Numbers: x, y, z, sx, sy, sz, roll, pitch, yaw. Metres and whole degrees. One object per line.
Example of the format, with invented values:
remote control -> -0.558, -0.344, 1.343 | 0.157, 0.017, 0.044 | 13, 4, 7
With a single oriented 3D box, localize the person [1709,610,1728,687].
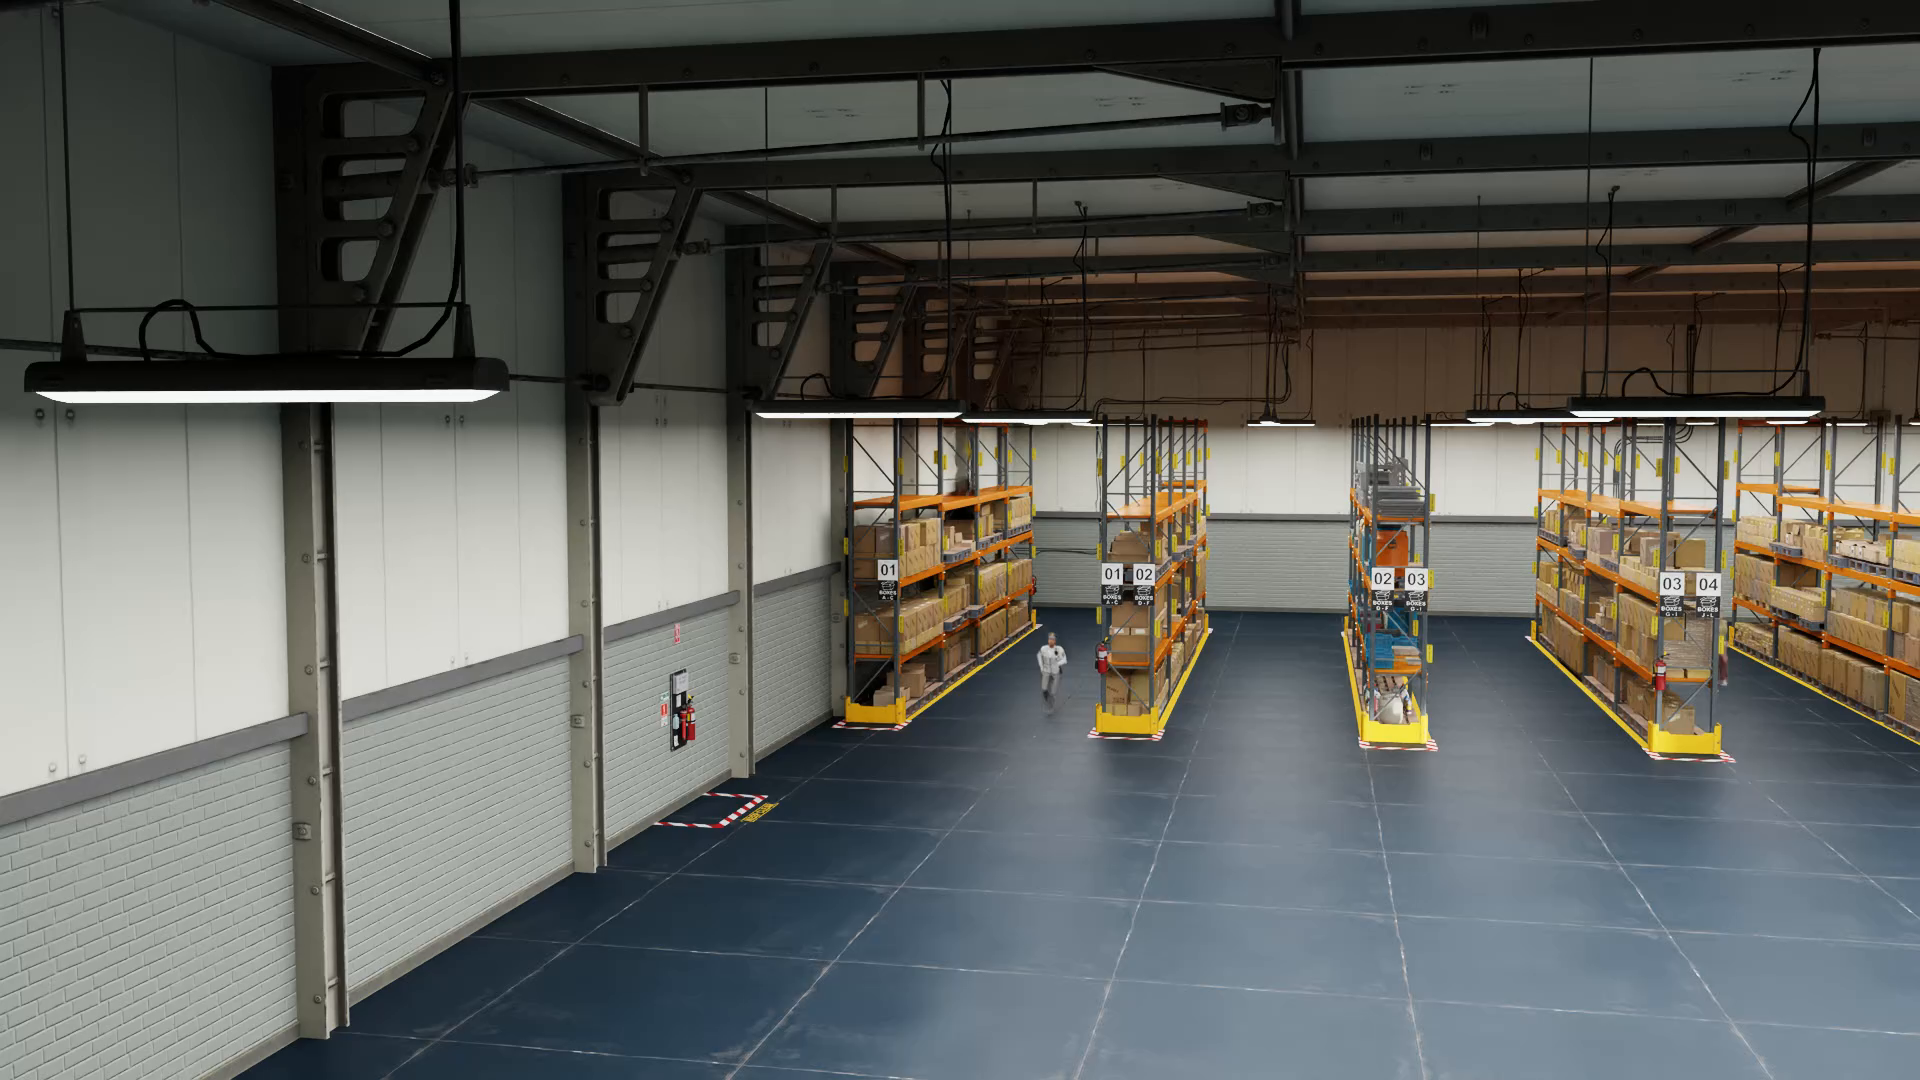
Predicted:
person -> 17.008, 2.392, 37.368 | 0.529, 1.696, 0.887 | 1, 4, 8

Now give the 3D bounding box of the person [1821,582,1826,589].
person -> 23.225, 1.943, 44.549 | 0.833, 1.709, 0.626 | 1, 4, 10

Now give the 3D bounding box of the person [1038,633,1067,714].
person -> 1.830, 2.662, 33.274 | 0.607, 1.650, 0.658 | 1, 4, 9
